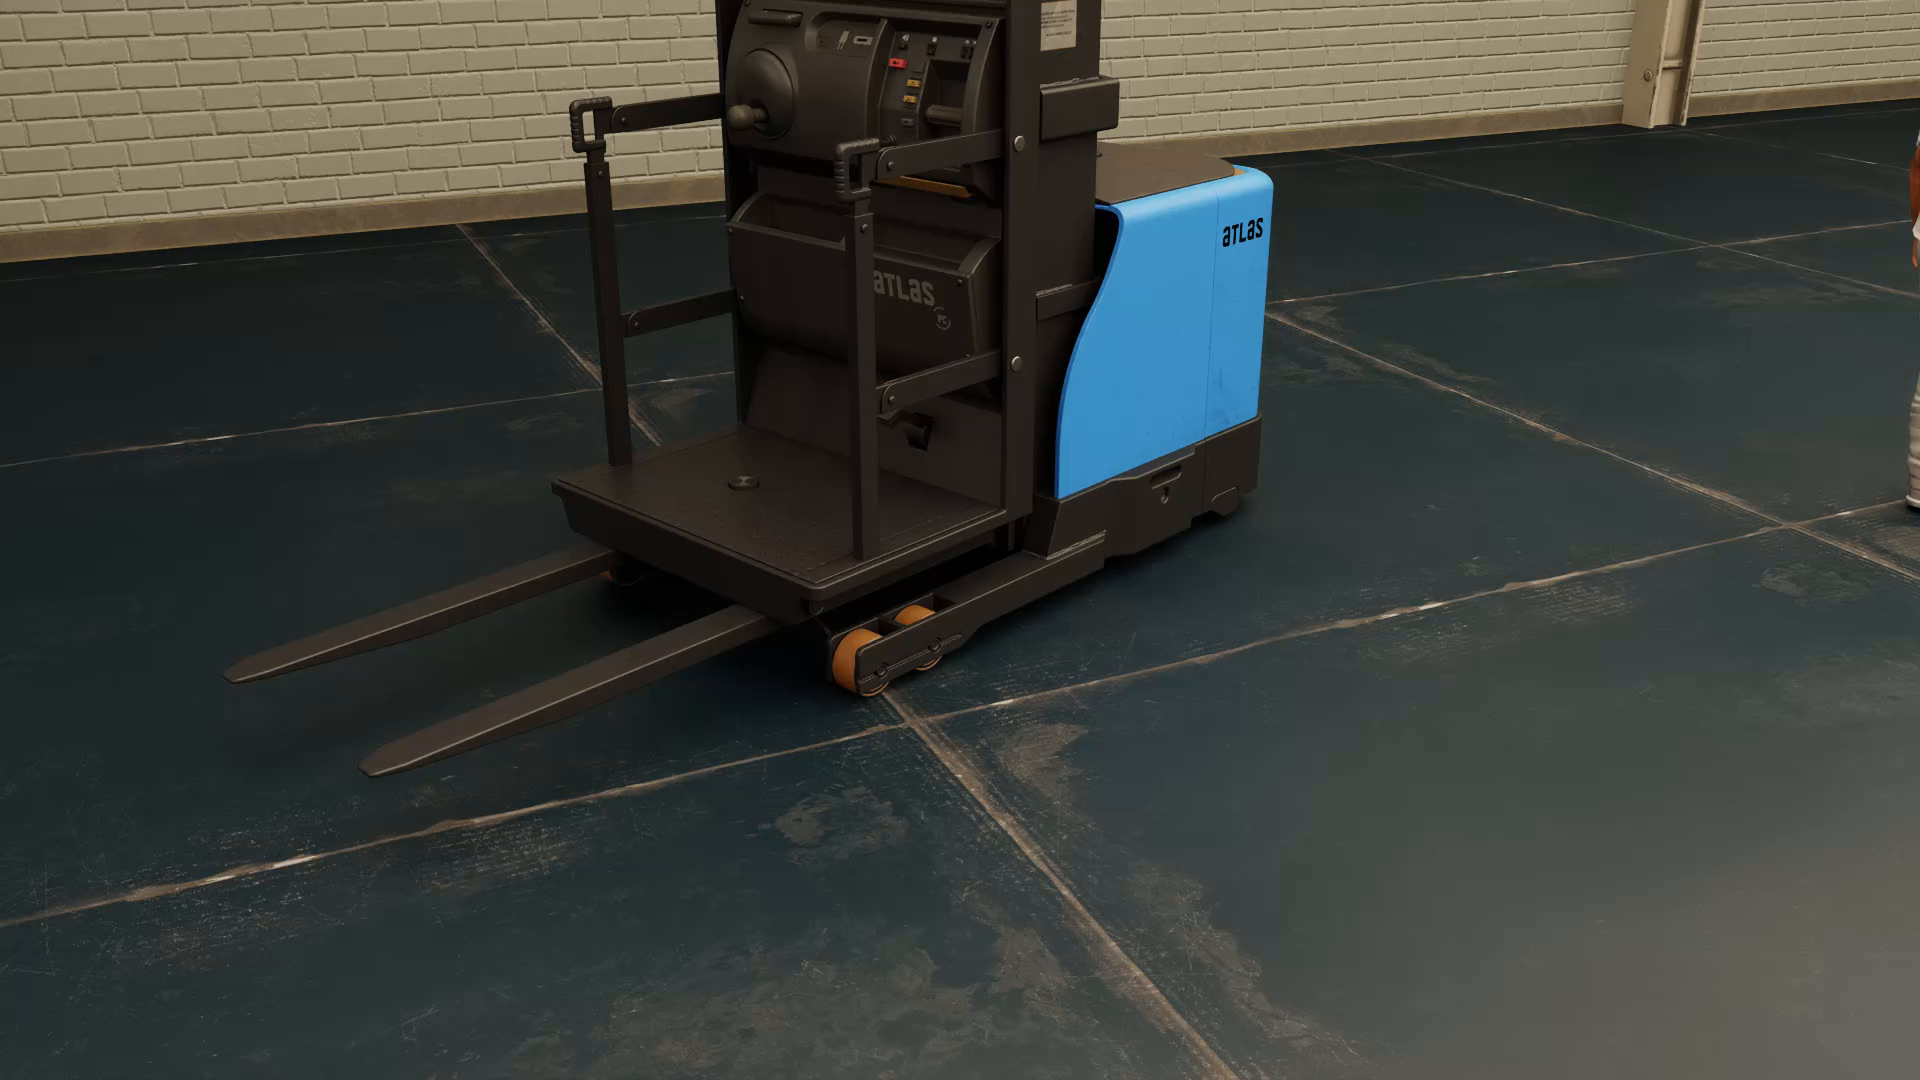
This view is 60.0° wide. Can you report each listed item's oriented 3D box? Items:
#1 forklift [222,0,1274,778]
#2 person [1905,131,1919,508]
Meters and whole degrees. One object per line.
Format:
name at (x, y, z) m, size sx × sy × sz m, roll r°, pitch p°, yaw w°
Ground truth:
forklift at (-0.413, -1.182, 4.131) m, size 1.130 × 2.935 × 3.031 m, roll 19°, pitch 29°, yaw 39°
person at (3.191, -0.876, 5.023) m, size 0.529 × 1.669 × 0.599 m, roll -12°, pitch 26°, yaw -28°
